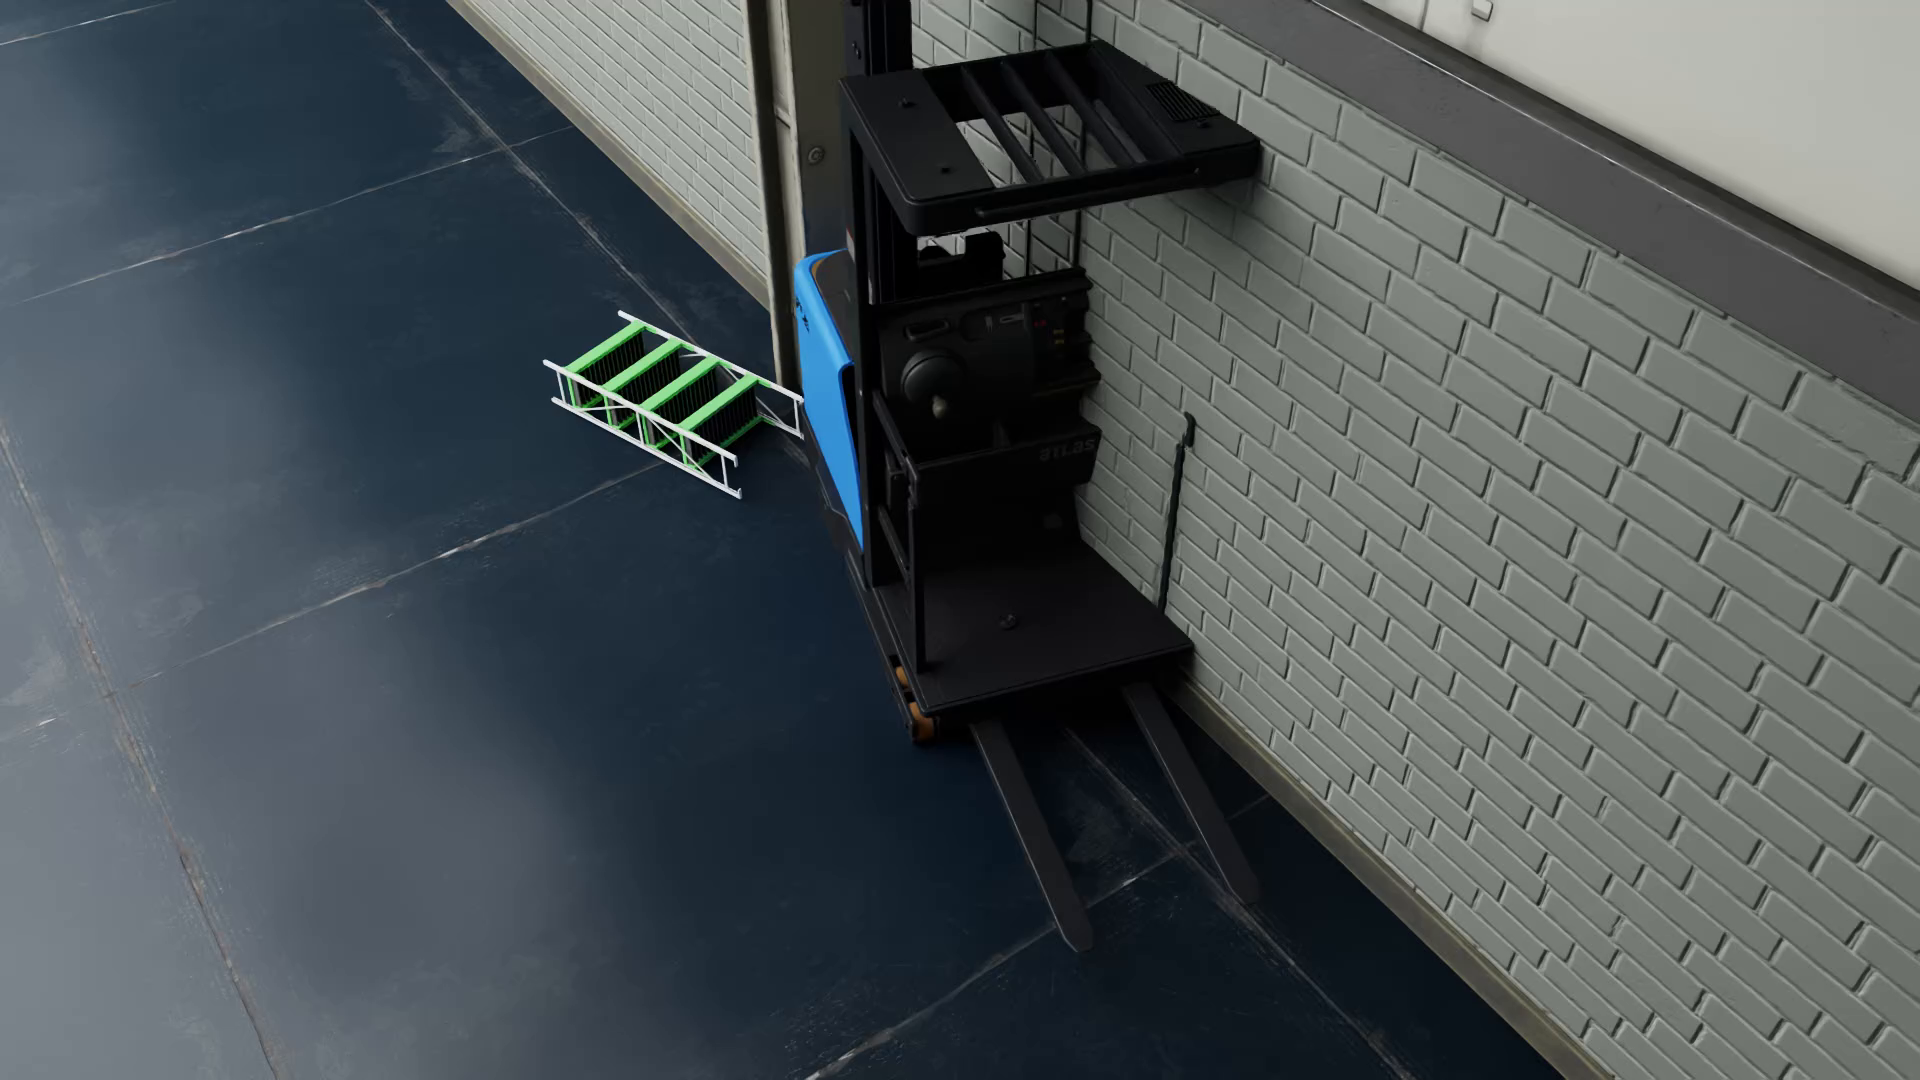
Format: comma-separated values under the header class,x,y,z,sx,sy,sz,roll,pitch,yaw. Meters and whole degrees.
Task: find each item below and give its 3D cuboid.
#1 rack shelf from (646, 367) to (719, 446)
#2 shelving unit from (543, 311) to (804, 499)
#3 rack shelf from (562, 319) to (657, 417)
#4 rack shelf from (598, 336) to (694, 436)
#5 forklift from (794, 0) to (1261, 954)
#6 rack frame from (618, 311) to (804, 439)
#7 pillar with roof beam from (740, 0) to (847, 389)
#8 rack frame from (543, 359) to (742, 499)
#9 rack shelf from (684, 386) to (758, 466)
class,x,y,z,sx,sy,sz,roll,pitch,yaw
rack shelf,-1.281,-0.631,7.698,0.029,0.199,0.442,26,49,26
shelving unit,-1.310,-0.645,7.714,1.200,0.258,0.503,26,49,26
rack shelf,-1.644,-0.811,7.898,0.148,0.258,0.480,26,49,26
rack shelf,-1.451,-0.715,7.792,0.148,0.258,0.480,26,49,26
forklift,0.233,-0.598,5.745,1.130,2.935,3.031,-13,45,-13
rack frame,-1.164,-0.779,7.857,1.200,0.240,0.015,26,49,26
pillar with roof beam,-4.178,-2.253,3.084,9.100,9.000,0.400,-26,49,-24
rack frame,-1.455,-0.511,7.571,1.200,0.240,0.015,26,49,26
rack shelf,-1.088,-0.535,7.592,0.029,0.199,0.442,26,49,26
